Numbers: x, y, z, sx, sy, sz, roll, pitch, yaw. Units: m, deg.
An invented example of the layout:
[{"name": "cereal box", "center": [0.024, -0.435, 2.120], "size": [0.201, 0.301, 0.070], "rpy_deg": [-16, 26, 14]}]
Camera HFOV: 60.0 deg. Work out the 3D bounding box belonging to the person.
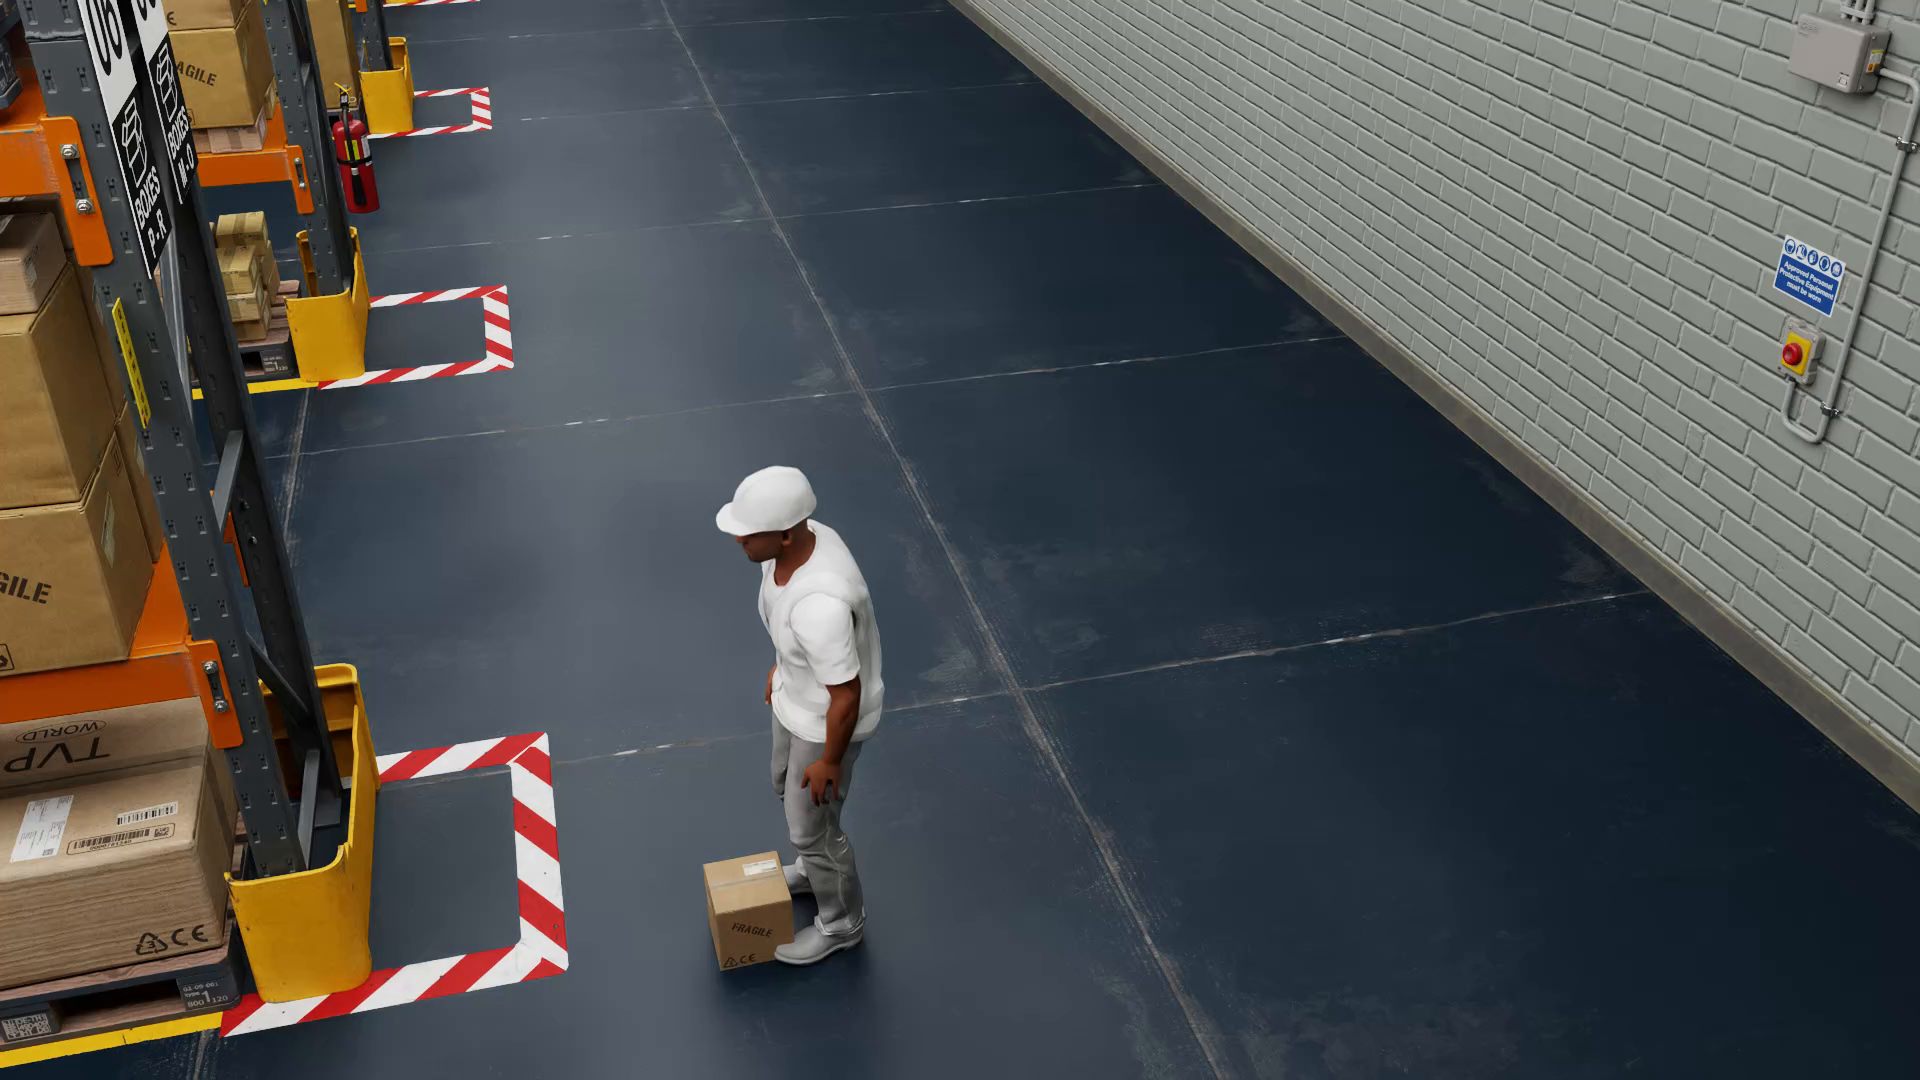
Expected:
[{"name": "person", "center": [-0.480, 0.538, 5.185], "size": [0.462, 1.759, 0.622], "rpy_deg": [-9, 31, -15]}]
